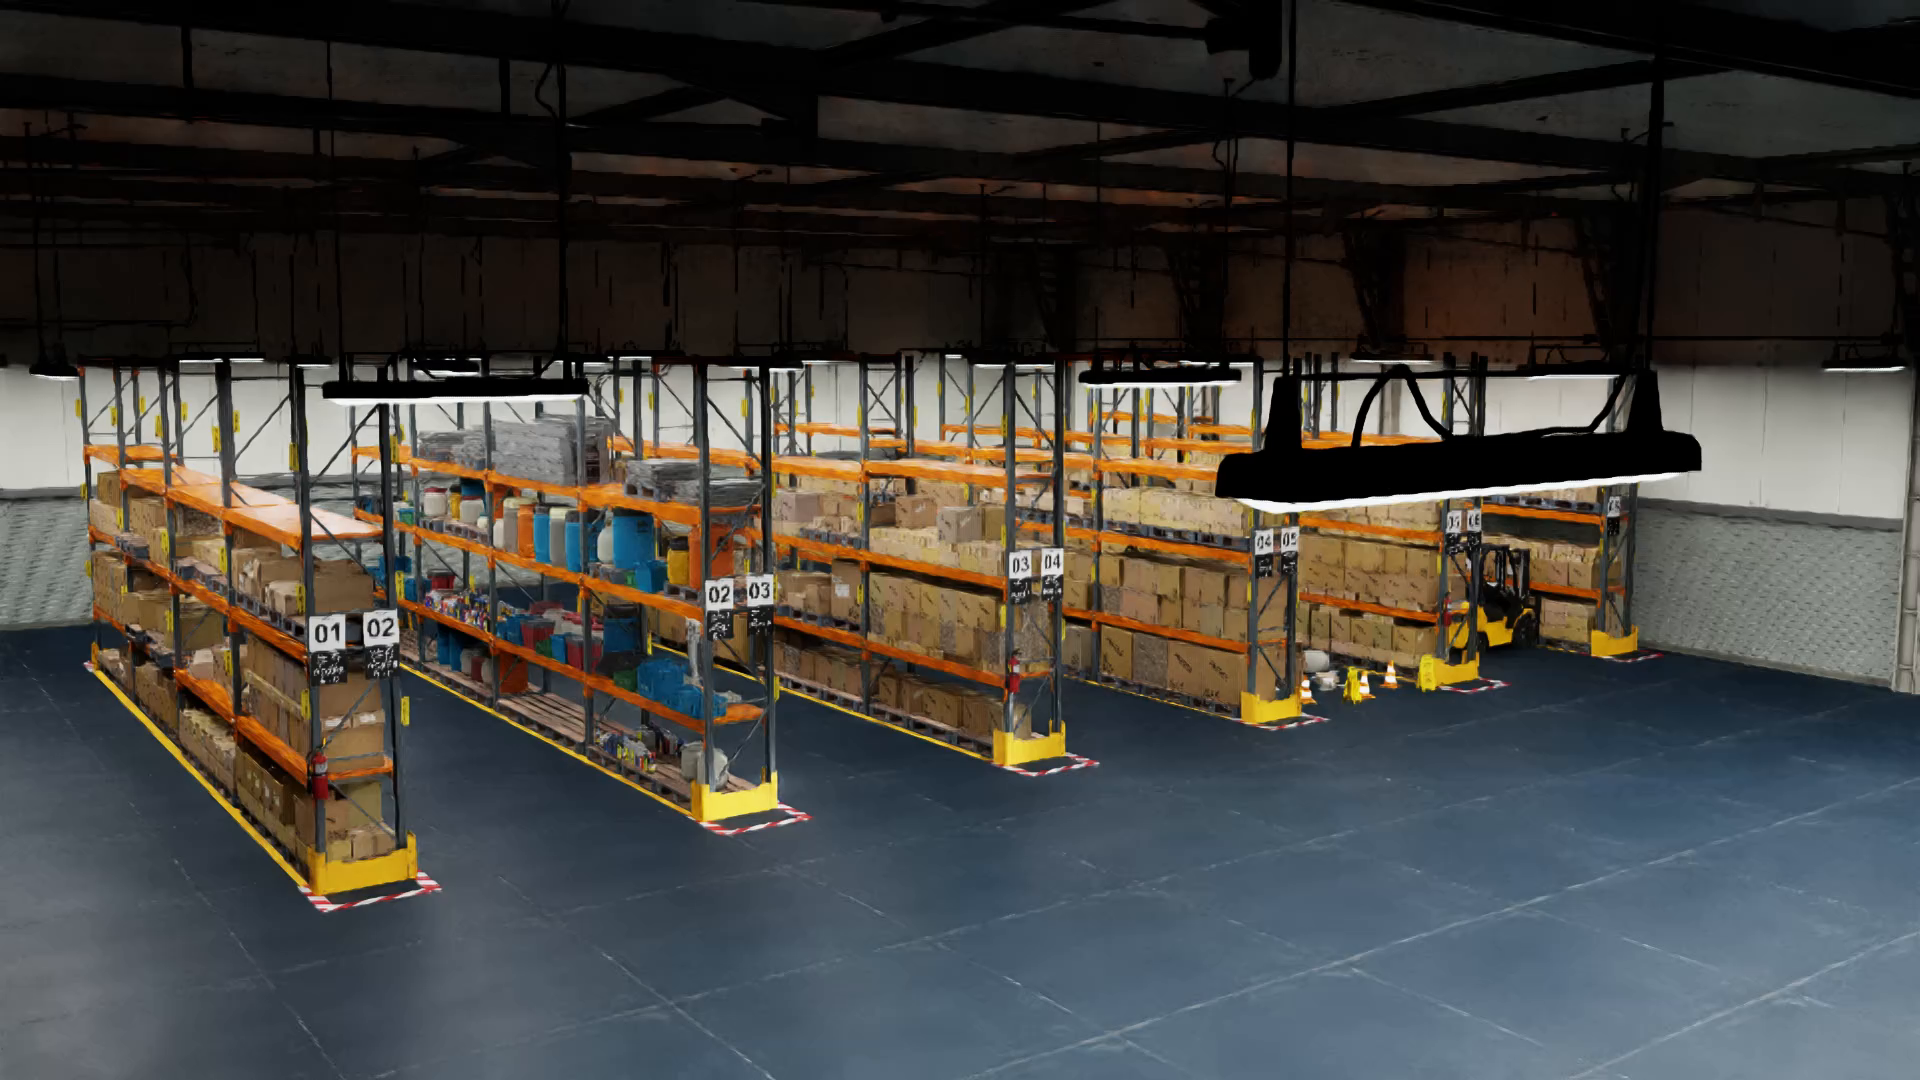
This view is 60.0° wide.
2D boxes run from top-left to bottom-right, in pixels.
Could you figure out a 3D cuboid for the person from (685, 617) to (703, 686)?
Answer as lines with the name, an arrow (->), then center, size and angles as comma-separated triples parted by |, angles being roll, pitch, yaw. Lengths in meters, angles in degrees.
person -> -4.769, 1.842, 30.425 | 0.477, 1.597, 1.003 | -3, 8, -27
